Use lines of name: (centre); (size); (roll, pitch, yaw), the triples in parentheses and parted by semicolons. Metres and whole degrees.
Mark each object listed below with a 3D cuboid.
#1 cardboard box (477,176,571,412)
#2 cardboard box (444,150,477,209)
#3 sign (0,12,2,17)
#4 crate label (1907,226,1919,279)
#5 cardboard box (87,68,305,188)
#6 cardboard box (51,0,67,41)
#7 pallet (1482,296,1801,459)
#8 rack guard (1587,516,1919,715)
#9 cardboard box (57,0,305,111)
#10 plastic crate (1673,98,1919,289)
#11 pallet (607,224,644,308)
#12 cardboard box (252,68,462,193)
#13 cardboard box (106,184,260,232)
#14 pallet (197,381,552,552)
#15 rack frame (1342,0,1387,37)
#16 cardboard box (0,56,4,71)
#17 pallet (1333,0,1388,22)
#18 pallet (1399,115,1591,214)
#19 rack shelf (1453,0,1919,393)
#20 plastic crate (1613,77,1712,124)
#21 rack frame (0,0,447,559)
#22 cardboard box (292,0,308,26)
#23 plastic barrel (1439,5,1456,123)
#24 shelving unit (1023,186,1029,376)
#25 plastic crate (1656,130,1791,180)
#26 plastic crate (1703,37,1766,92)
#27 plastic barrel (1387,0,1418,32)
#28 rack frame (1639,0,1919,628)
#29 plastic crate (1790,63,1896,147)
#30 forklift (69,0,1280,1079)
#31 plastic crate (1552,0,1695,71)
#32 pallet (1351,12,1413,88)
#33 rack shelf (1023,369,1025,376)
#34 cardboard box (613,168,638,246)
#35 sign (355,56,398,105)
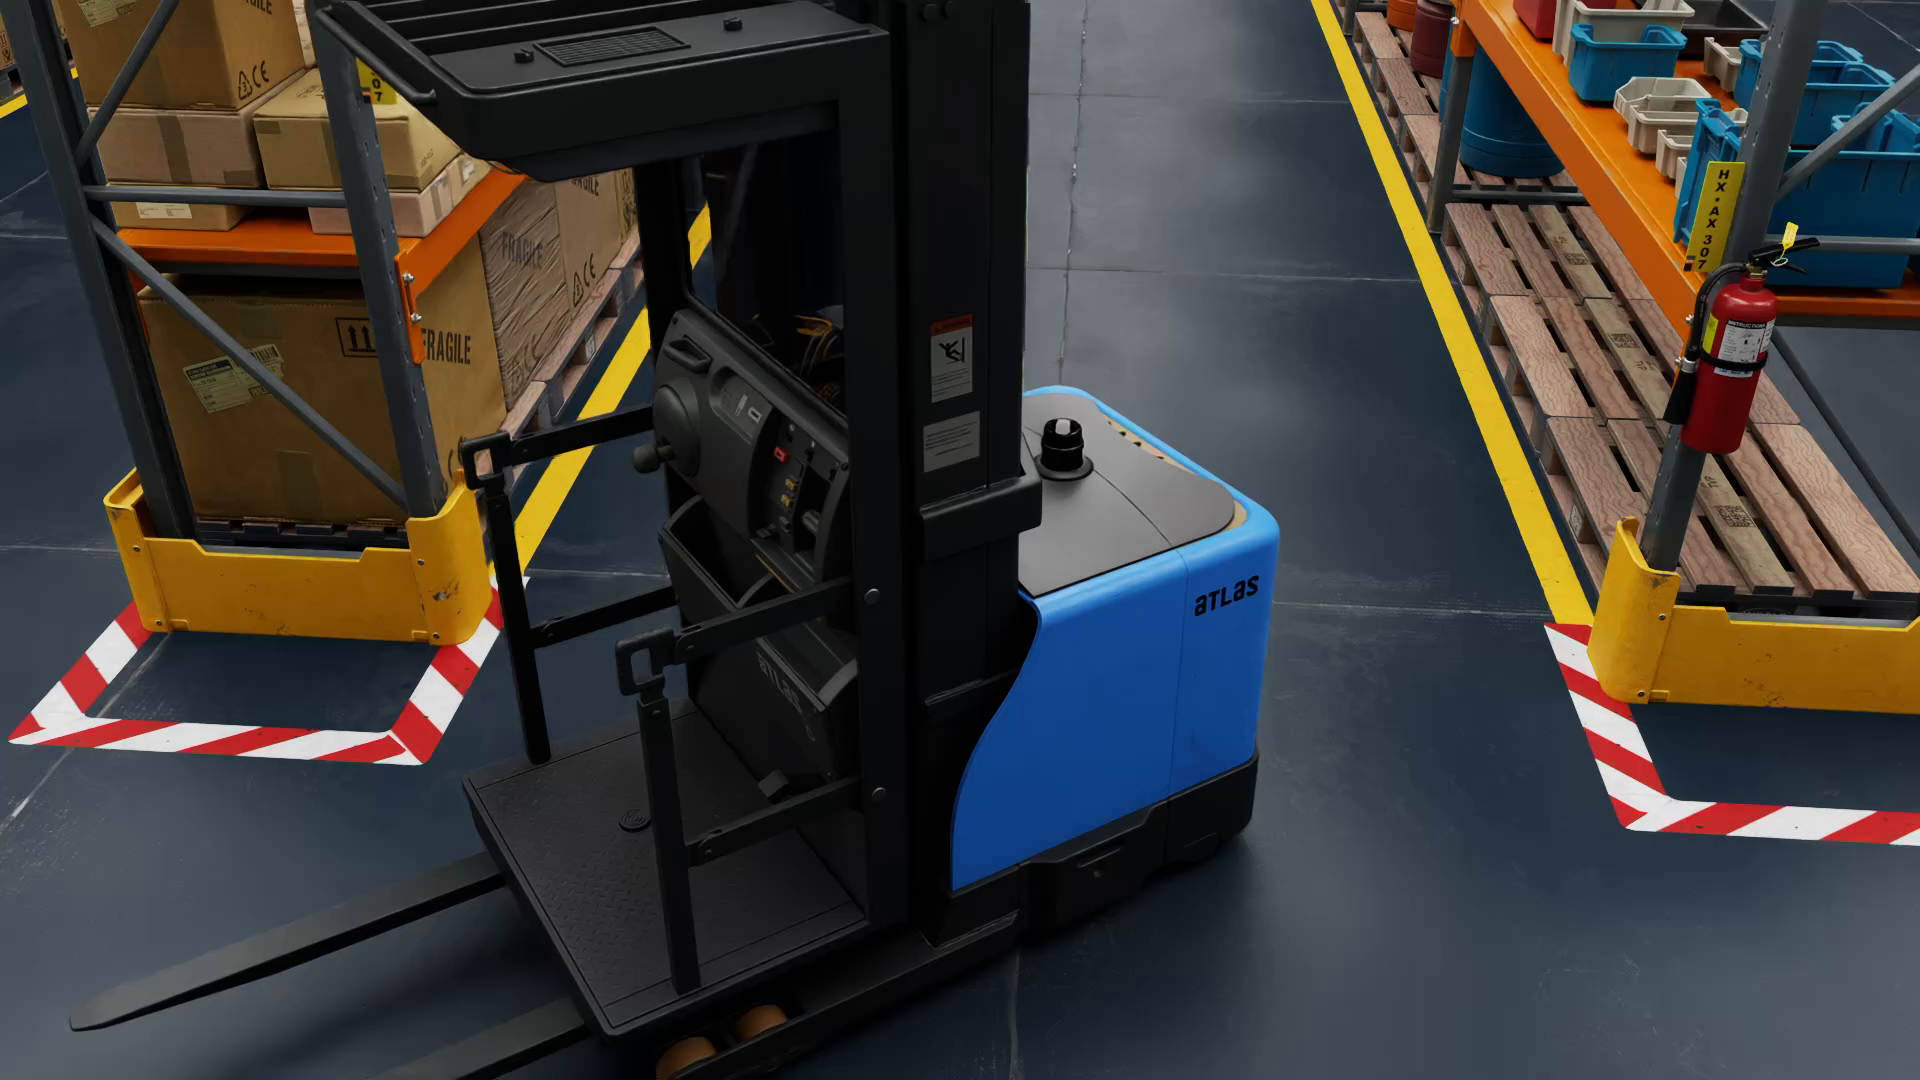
cardboard box: (-2.203, -1.129, 6.847); (0.875, 0.875, 0.875); (2, 32, 4)
cardboard box: (-1.872, -1.239, 5.641); (0.380, 0.149, 0.250); (2, 32, 3)
sign: (-2.789, -1.665, 4.763); (0.100, 0.325, 0.005); (2, 32, 4)
crate label: (3.036, -0.898, 4.951); (0.416, 0.233, 0.303); (2, 32, 4)
cardboard box: (-2.474, -1.368, 5.470); (0.500, 0.250, 0.500); (2, 32, 3)
cardboard box: (-6.399, -3.699, 11.376); (0.500, 0.500, 0.500); (1, 32, 2)
pallet: (2.895, -0.707, 7.197); (1.003, 0.211, 1.213); (2, 32, 4)
rack guard: (2.699, 0.248, 5.370); (1.175, 0.500, 0.348); (2, 32, 4)
cardboard box: (-2.471, -1.688, 5.275); (0.500, 0.500, 0.500); (3, 32, 5)
plastic crate: (2.529, -1.052, 5.008); (0.616, 0.435, 0.499); (2, 32, 4)
pallet: (-2.063, -1.551, 8.565); (1.003, 0.211, 1.213); (2, 32, 4)
cardboard box: (-1.941, -1.343, 5.429); (0.500, 0.250, 0.500); (2, 32, 3)
cardboard box: (-2.548, -1.134, 5.470); (0.380, 0.149, 0.250); (3, 32, 5)
pallet: (-2.262, -0.275, 6.495); (1.003, 0.211, 1.213); (2, 32, 4)
rack frame: (3.339, -5.012, 11.524); (1.000, 3.000, 0.127); (2, 32, 4)
cardboard box: (-6.493, -3.163, 10.506); (0.500, 0.500, 0.500); (4, 32, 6)
pallet: (3.441, -4.228, 12.910); (1.003, 0.211, 1.213); (2, 32, 4)
pallet: (3.118, -2.135, 9.513); (1.003, 0.211, 1.213); (2, 32, 4)
rack shelf: (2.850, -1.568, 6.621); (1.077, 0.370, 4.000); (2, 32, 4)
plastic crate: (2.615, -1.629, 6.229); (0.298, 0.136, 0.250); (2, 32, 4)
rack frame: (-2.249, -1.040, 5.079); (1.000, 3.000, 0.127); (2, 32, 4)
cardboard box: (-2.391, -1.899, 6.332); (0.500, 0.250, 0.500); (1, 32, 2)
plastic barrel: (3.132, -2.860, 9.631); (0.600, 0.901, 0.708); (2, 32, 4)
shelving unit: (0.001, -0.642, 5.862); (0.431, 1.500, 0.755); (2, 32, 4)
plastic crate: (2.611, -1.327, 5.739); (0.396, 0.136, 0.243); (2, 32, 4)
plastic crate: (3.171, -1.910, 6.685); (0.293, 0.136, 0.466); (2, 32, 4)
plastic barrel: (3.316, -4.010, 11.567); (0.600, 0.830, 0.708); (2, 32, 4)
rack frame: (2.688, -0.829, 4.736); (1.000, 3.000, 0.127); (2, 32, 4)
plastic crate: (3.143, -1.587, 6.068); (0.416, 0.233, 0.300); (2, 32, 4)
forklift: (-0.674, -0.194, 3.771); (3.031, 2.935, 1.130); (-18, 36, -27)
plastic crate: (2.705, -2.105, 6.862); (0.437, 0.282, 0.530); (2, 32, 4)
pallet: (3.316, -3.411, 11.583); (1.003, 0.211, 1.213); (2, 32, 4)
rack shelf: (0.001, -0.364, 6.033); (0.431, 0.370, 0.720); (2, 32, 4)
cardboard box: (-2.057, -2.065, 8.366); (0.875, 0.875, 0.875); (2, 32, 4)
sign: (-1.696, -1.416, 4.788); (0.100, 0.325, 0.005); (2, 32, 4)
